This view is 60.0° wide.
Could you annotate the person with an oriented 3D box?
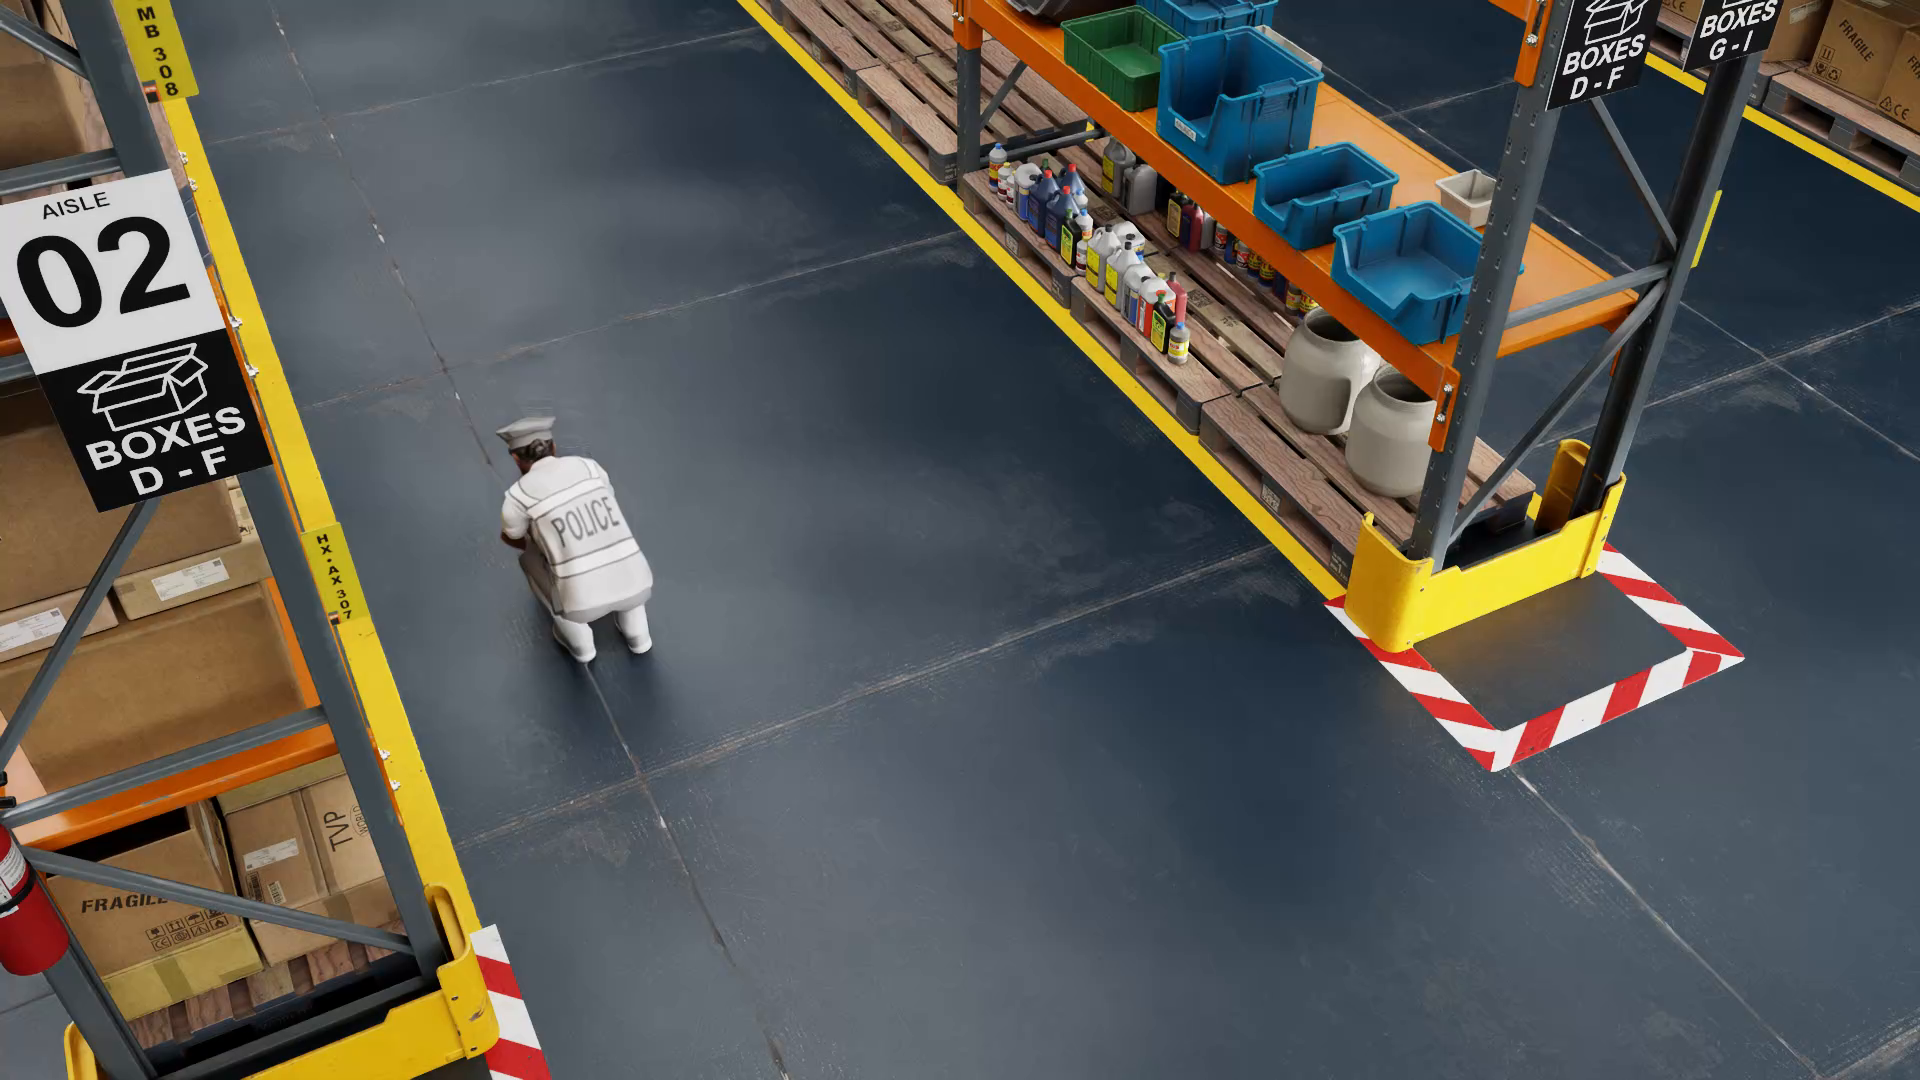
[{"bbox_3d":[-1.562,0.000,6.709,0.499,0.946,0.848,-19,45,-20],"label":"person"}]
